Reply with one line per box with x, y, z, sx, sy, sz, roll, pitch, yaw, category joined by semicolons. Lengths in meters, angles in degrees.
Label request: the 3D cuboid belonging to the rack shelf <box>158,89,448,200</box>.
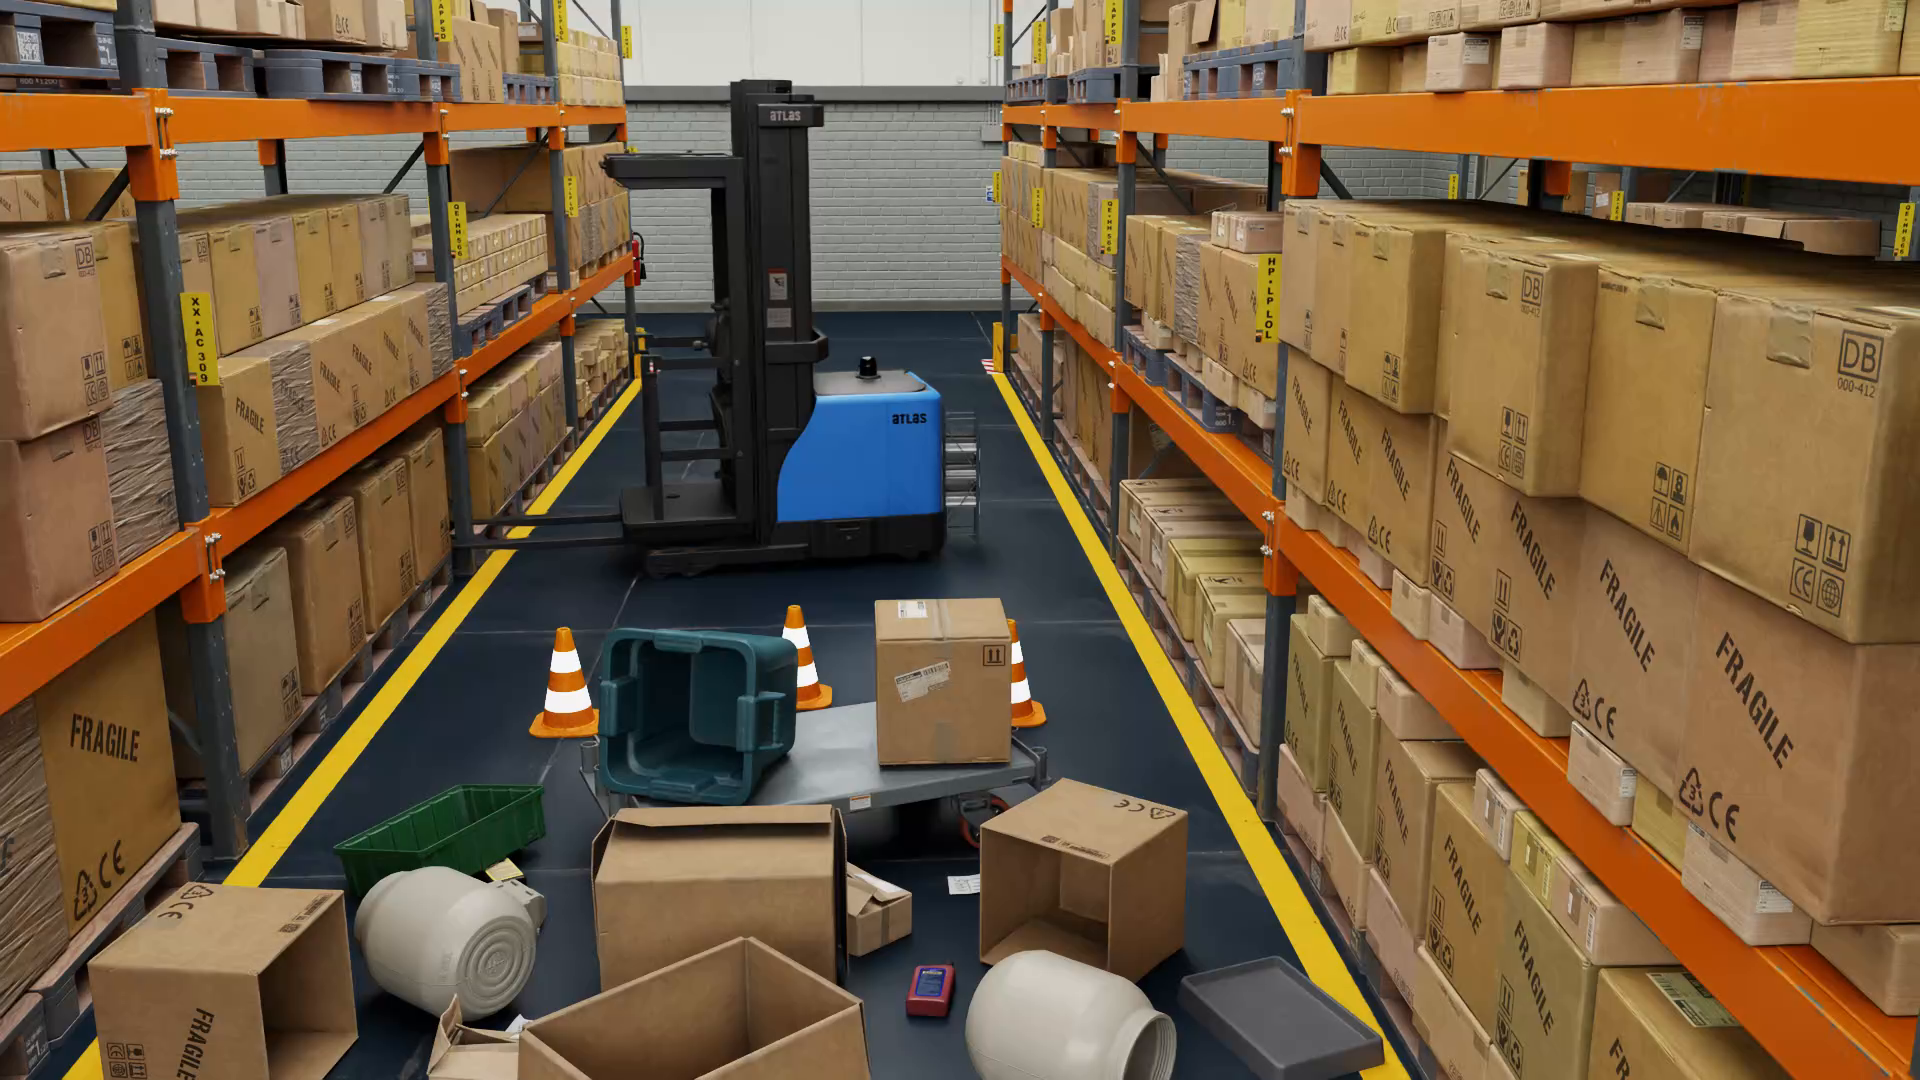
-3.356;-1.842;7.590;1.077;0.370;4.000;-1;14;-3;rack shelf

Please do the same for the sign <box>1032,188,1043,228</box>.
0.653;-2.780;13.916;0.100;0.325;0.005;-1;14;-3;sign

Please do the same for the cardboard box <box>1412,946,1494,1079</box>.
1.570;1.325;4.531;0.500;0.250;0.500;-1;14;-5;cardboard box

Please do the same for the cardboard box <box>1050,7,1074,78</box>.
0.972;-3.812;12.760;0.500;0.500;0.500;-1;14;-4;cardboard box

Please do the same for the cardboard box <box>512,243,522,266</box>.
-3.439;-2.100;12.233;0.380;0.149;0.250;-2;15;-6;cardboard box

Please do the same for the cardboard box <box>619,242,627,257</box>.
-3.673;-3.026;17.273;0.380;0.149;0.250;-1;14;-3;cardboard box

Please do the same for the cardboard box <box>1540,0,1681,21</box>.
1.583;-1.248;3.543;0.500;0.250;0.500;0;14;-2;cardboard box

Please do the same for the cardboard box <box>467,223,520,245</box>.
-3.448;-2.245;12.201;0.380;0.149;0.250;-1;14;-5;cardboard box

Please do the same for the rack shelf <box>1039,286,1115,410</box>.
1.331;-1.486;12.225;1.077;0.370;4.000;-1;14;-3;rack shelf

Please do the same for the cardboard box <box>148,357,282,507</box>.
-2.996;-0.424;6.453;0.500;0.500;0.500;-1;14;-3;cardboard box

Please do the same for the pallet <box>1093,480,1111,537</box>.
1.481;-0.183;11.316;1.003;0.211;1.213;-1;14;-3;pallet

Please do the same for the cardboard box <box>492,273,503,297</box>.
-3.390;-1.761;11.512;0.380;0.149;0.250;-1;14;-3;cardboard box

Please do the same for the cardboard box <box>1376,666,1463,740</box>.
1.471;0.487;4.984;0.380;0.149;0.250;0;14;0;cardboard box

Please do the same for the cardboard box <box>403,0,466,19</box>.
-3.261;-3.340;10.232;0.396;0.266;0.258;-1;14;-3;cardboard box

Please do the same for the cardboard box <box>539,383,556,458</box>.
-3.399;-0.915;12.737;0.500;0.500;0.500;-1;14;-5;cardboard box

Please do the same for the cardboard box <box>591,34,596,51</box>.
-3.613;-4.643;15.529;0.380;0.149;0.250;-1;14;-2;cardboard box

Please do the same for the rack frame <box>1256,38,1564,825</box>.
1.703;-0.342;6.335;1.000;3.000;0.127;-1;14;-3;rack frame

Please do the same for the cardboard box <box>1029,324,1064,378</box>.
1.165;-1.899;16.686;0.875;0.438;0.875;0;14;-2;cardboard box

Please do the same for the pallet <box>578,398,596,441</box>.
-3.804;-1.046;14.668;1.003;0.211;1.213;-1;14;-3;pallet

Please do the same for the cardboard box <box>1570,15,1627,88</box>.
1.598;-1.081;3.694;0.380;0.149;0.250;-1;14;-5;cardboard box

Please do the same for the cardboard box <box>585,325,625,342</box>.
-3.588;-2.082;16.783;0.380;0.149;0.250;-1;14;-5;cardboard box

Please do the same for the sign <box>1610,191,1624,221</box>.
5.620;-2.818;14.222;0.100;0.325;0.005;-1;14;-3;sign

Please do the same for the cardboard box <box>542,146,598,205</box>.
-3.560;-3.277;14.939;0.500;0.500;0.500;-1;14;-3;cardboard box

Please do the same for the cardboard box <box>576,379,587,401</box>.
-3.430;-1.292;14.309;0.380;0.149;0.250;0;14;-1;cardboard box

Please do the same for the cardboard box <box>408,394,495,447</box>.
-3.281;-0.766;10.654;0.500;0.250;0.500;-2;15;-6;cardboard box

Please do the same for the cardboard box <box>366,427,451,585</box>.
-3.531;-0.196;9.441;1.050;0.750;0.750;-1;14;-4;cardboard box

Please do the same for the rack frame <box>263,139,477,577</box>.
-3.479;-1.235;9.807;1.000;3.000;0.127;-1;14;-3;rack frame

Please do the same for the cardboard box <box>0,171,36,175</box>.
-9.102;-3.231;15.764;0.500;0.500;0.500;-1;14;-5;cardboard box

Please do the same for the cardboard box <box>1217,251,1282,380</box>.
1.413;-0.972;7.146;0.500;0.500;0.500;-1;14;-3;cardboard box

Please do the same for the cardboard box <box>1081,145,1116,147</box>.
1.317;-3.578;15.403;0.380;0.149;0.250;-1;14;-4;cardboard box

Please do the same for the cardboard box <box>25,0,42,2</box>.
-2.857;-1.611;4.707;0.380;0.149;0.250;-1;14;-3;cardboard box

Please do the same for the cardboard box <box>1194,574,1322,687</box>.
1.620;0.418;7.812;0.950;0.372;0.625;0;14;0;cardboard box

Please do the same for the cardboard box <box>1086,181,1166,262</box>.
1.122;-2.121;11.044;0.500;0.500;0.500;-1;14;-2;cardboard box

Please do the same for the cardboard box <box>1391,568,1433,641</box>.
1.472;0.181;4.806;0.380;0.149;0.250;-1;14;-3;cardboard box

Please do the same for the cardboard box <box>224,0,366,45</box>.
-3.092;-2.560;7.693;0.500;0.500;0.500;-1;14;-3;cardboard box

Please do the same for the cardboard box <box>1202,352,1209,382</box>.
1.346;-0.801;7.782;0.380;0.149;0.250;-1;14;-3;cardboard box

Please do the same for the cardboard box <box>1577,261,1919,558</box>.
1.677;-0.273;3.265;0.700;0.500;0.500;-1;14;-3;cardboard box

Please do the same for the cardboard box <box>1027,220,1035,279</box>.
0.886;-2.619;14.986;0.500;0.500;0.500;-1;14;-5;cardboard box

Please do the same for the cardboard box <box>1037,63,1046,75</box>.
0.848;-4.125;14.245;0.396;0.266;0.258;0;14;-2;cardboard box

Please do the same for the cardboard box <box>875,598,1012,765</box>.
-0.072;0.537;6.417;0.500;0.500;0.500;-1;14;-3;cardboard box

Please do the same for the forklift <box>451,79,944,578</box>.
-1.675;-1.330;10.312;3.031;2.935;1.130;-3;15;-13;forklift

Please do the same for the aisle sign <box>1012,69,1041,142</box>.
0.665;-4.599;17.663;0.394;0.787;0.004;-1;14;-3;aisle sign

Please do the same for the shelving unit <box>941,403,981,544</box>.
0.000;-0.438;10.922;0.258;0.900;0.210;-1;14;-3;shelving unit

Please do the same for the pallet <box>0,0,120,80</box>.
-3.191;-1.446;4.787;1.003;0.211;1.213;-1;14;-3;pallet

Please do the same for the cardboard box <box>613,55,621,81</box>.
-3.693;-4.736;16.693;0.500;0.250;0.500;-1;14;-5;cardboard box

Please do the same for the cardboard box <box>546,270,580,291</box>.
-3.418;-2.184;13.998;0.380;0.149;0.250;0;14;-1;cardboard box

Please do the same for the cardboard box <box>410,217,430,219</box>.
-4.138;-2.425;12.901;0.380;0.149;0.250;0;14;-2;cardboard box

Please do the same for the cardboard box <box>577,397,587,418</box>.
-3.429;-1.148;14.348;0.380;0.149;0.250;-2;15;-6;cardboard box

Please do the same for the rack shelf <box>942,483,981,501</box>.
0.000;-0.318;10.953;0.258;0.077;0.200;-1;14;-3;rack shelf

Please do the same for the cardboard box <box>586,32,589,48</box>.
-3.566;-4.514;15.028;0.380;0.149;0.250;-1;14;-5;cardboard box

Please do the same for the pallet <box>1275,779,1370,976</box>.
1.780;1.175;6.036;1.003;0.211;1.213;-1;14;-3;pallet

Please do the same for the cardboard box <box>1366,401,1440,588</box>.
1.524;-0.171;4.874;0.500;0.500;0.500;-1;14;-4;cardboard box

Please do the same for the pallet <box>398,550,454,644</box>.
-3.506;0.313;9.388;1.003;0.211;1.213;-1;14;-3;pallet

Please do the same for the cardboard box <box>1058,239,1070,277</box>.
1.018;-2.132;12.591;0.500;0.250;0.500;-1;14;-3;cardboard box
